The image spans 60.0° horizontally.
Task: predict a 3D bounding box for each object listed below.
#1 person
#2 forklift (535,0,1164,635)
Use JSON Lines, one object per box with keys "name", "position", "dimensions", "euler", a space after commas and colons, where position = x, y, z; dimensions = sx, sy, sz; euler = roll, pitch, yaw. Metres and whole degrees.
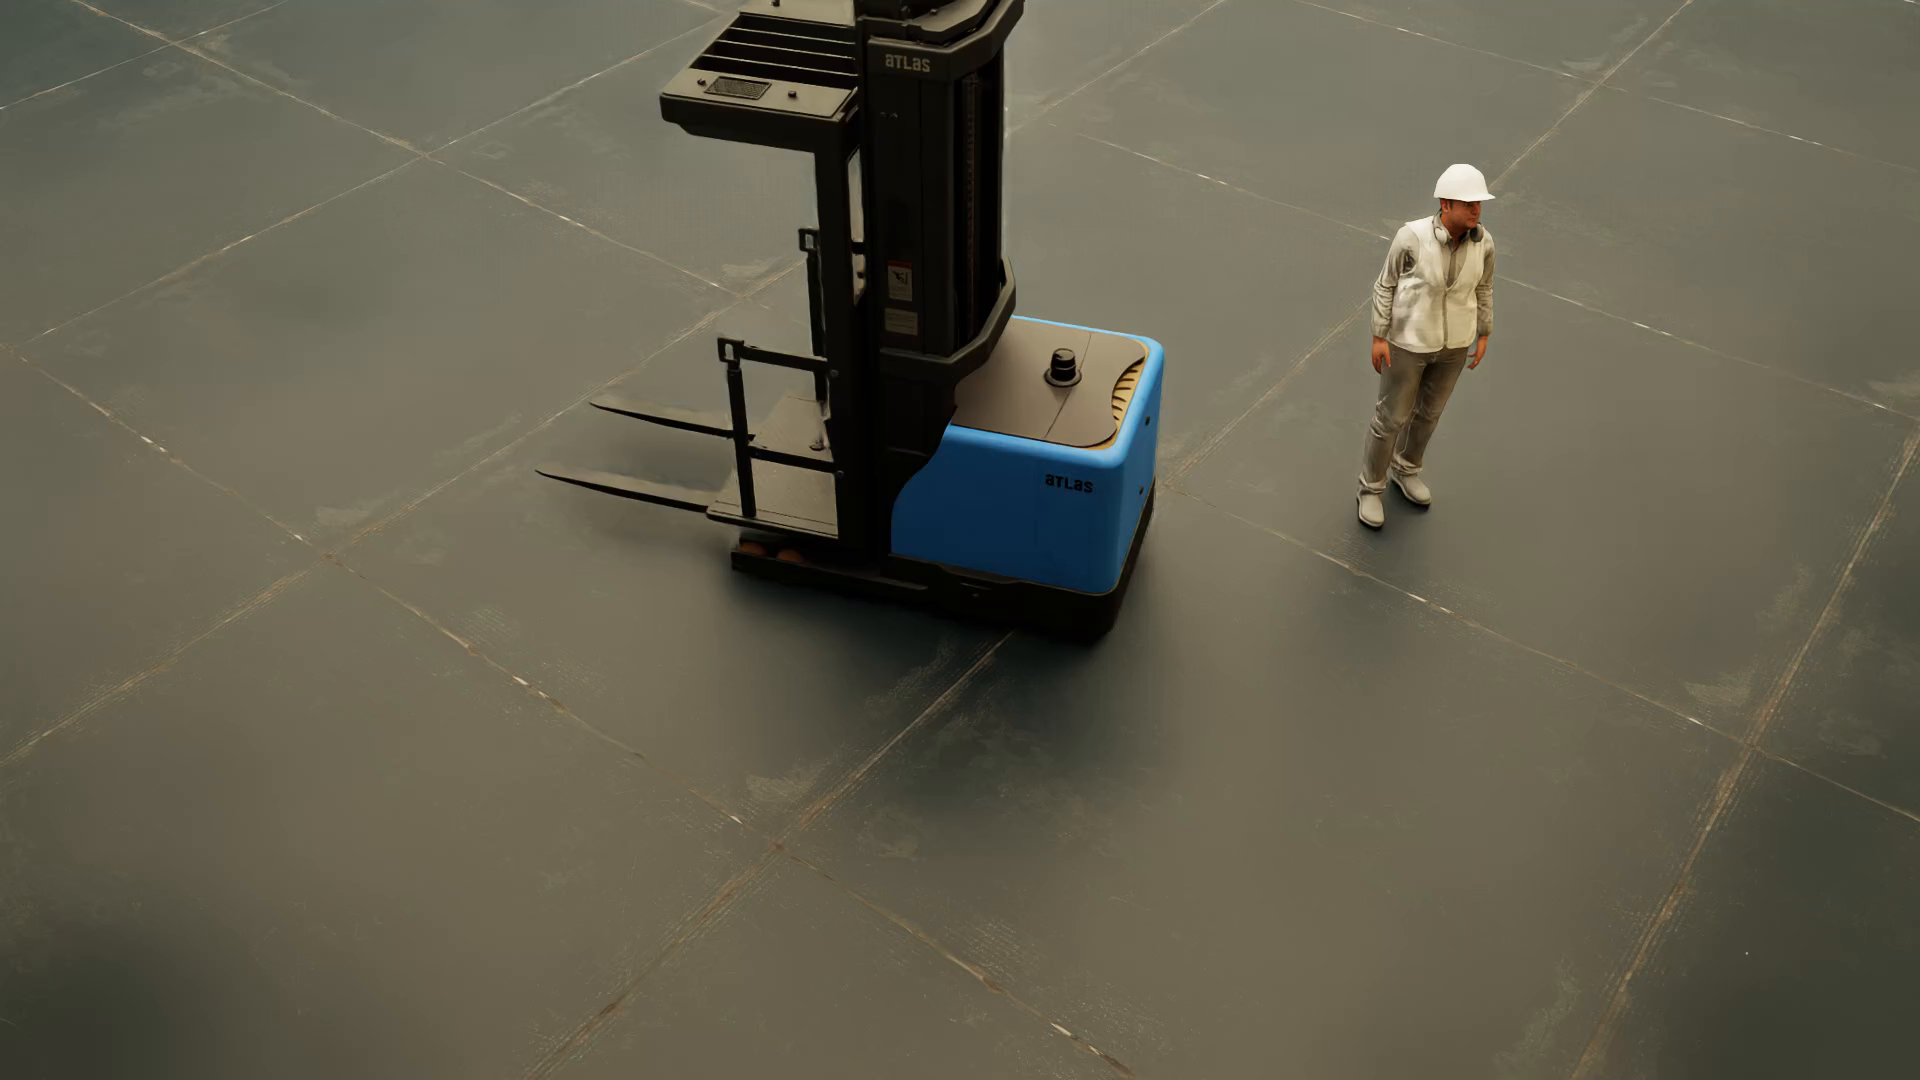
{"name": "person", "position": [2.295, -0.938, 8.055], "dimensions": [0.630, 1.773, 0.570], "euler": [-8, 41, -9]}
{"name": "forklift", "position": [-0.606, -1.220, 7.505], "dimensions": [3.031, 2.935, 1.130], "euler": [11, 42, 13]}
